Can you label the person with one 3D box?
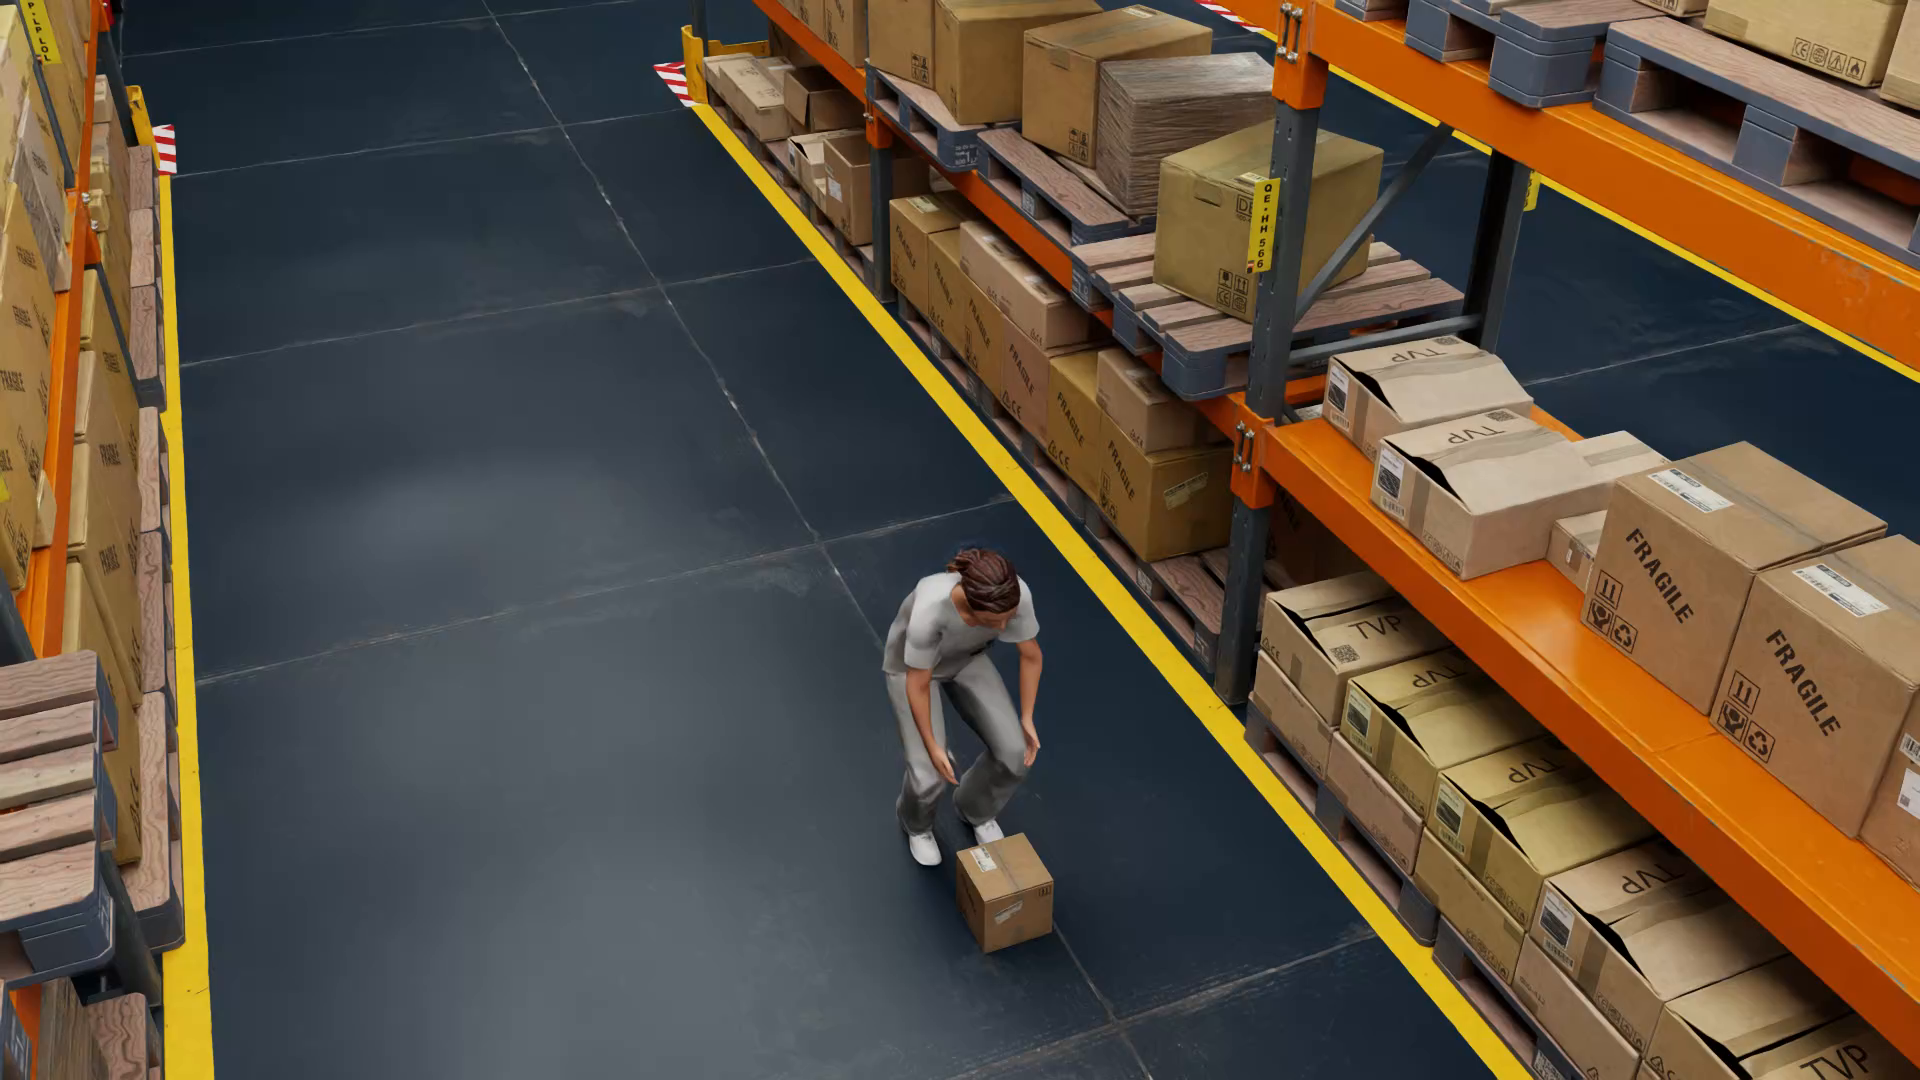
[{"bbox_3d":[0.015,0.519,5.650,0.491,1.362,0.651,-13,36,-19],"label":"person"}]
